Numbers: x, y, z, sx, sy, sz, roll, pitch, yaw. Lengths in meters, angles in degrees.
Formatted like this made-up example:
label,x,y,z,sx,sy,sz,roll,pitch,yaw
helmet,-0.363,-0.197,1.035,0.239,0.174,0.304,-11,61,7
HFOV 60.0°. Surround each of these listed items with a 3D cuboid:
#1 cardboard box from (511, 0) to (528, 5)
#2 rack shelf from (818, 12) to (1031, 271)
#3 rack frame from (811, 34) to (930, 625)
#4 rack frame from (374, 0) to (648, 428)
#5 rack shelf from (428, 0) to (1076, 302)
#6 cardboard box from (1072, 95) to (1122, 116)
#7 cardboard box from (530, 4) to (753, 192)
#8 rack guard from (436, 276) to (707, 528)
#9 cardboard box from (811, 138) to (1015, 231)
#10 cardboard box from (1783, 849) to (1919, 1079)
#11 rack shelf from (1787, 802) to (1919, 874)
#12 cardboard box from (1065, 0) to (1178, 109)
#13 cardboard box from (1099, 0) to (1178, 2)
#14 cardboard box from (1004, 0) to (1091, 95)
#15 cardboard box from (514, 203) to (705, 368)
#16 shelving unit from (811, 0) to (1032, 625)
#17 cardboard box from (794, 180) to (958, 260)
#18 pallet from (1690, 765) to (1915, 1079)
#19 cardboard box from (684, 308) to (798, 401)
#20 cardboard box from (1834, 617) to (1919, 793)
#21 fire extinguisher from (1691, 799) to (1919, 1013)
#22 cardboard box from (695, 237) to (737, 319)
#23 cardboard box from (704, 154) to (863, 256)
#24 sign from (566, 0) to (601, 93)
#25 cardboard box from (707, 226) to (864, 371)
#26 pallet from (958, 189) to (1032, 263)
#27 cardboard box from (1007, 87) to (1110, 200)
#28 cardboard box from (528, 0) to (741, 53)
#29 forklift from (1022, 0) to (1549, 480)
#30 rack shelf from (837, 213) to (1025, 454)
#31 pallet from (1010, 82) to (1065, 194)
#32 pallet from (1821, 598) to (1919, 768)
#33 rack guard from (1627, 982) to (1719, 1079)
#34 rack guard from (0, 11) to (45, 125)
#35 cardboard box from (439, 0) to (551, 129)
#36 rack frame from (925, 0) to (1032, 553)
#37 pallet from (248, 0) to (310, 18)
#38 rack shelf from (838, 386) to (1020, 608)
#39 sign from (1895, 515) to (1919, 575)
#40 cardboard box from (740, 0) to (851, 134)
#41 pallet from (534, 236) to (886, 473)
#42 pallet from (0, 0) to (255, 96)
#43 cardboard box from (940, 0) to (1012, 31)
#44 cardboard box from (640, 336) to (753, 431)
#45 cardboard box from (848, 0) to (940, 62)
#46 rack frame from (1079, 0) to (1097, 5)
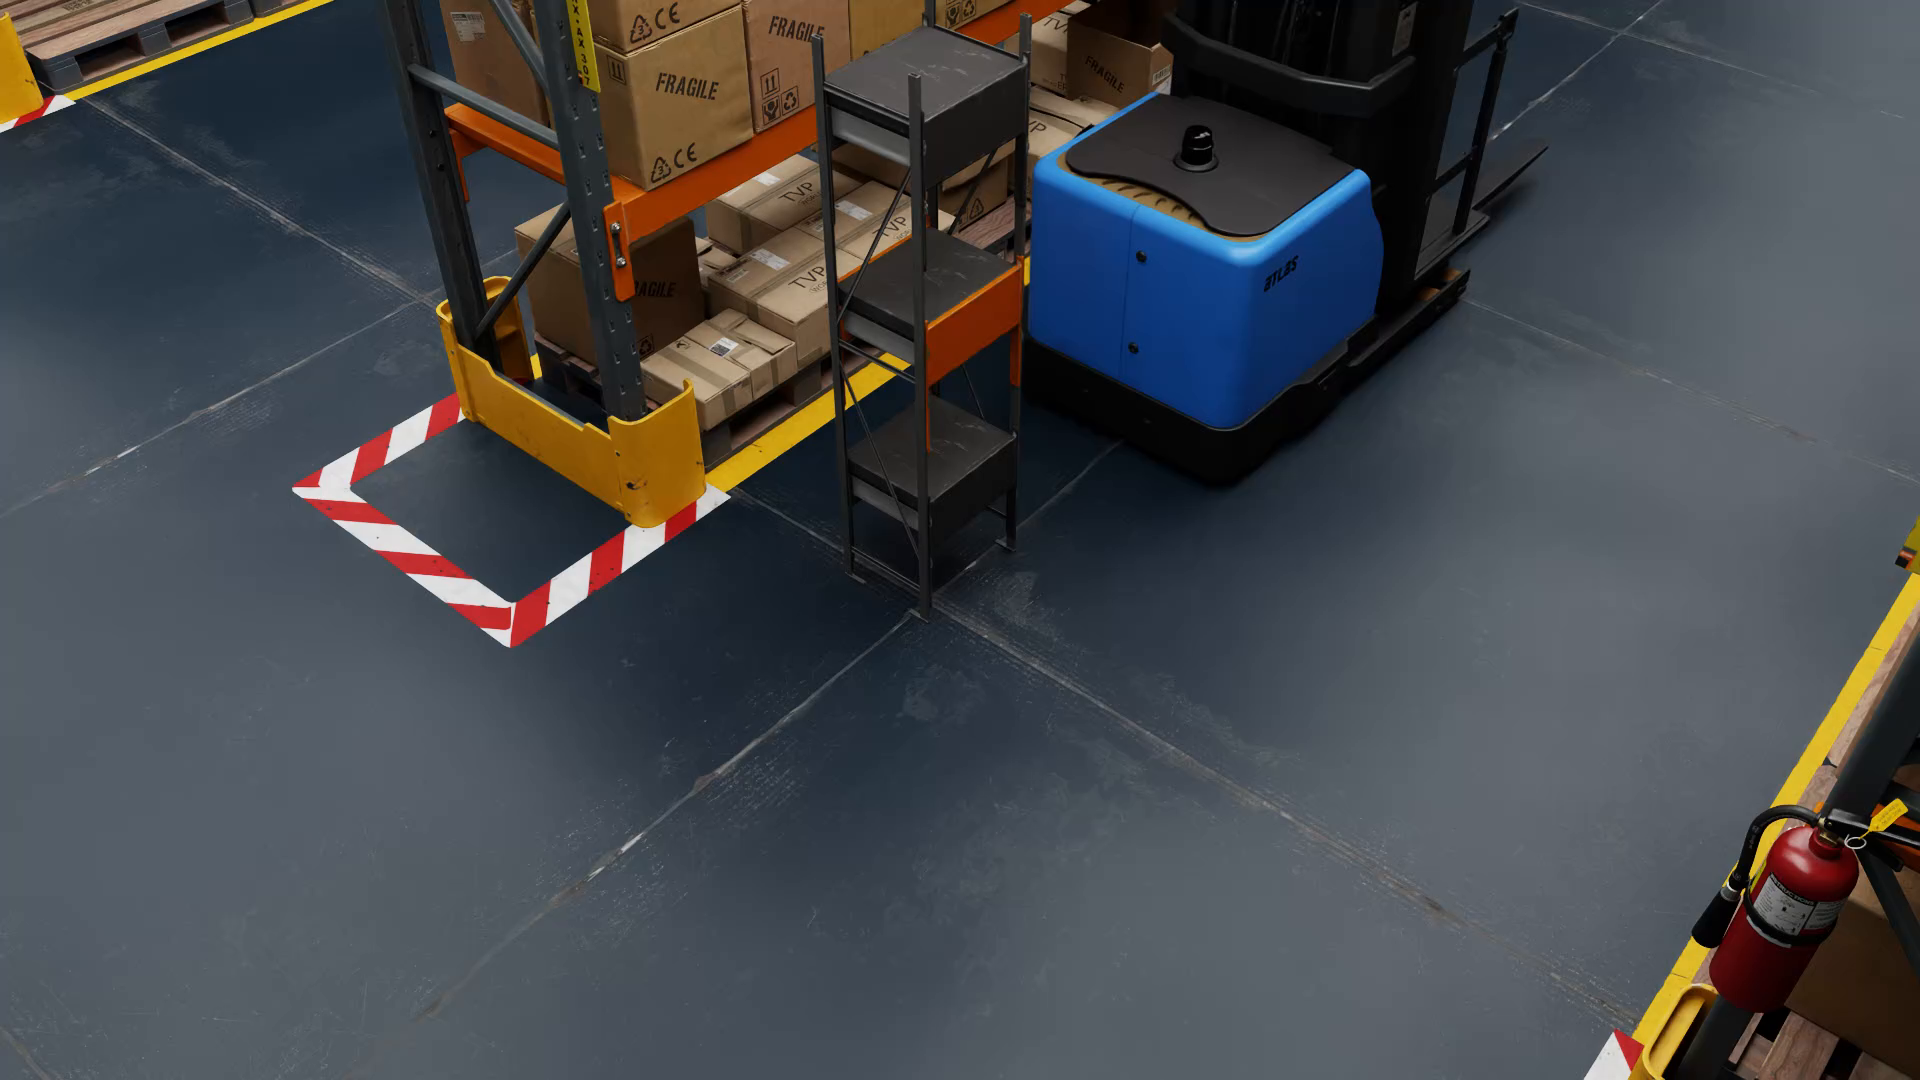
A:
label,x,y,z,sx,sy,sz,roll,pitch,yaw
cardboard box,-1.489,-2.193,5.615,0.500,0.500,0.500,29,50,28
rack shelf,-0.107,-1.199,4.988,0.431,0.518,0.480,29,50,28
rack frame,-0.264,-0.566,5.312,0.400,2.100,0.015,29,50,28
rack frame,-1.565,-1.438,5.602,1.000,3.000,0.127,29,50,28
rack shelf,-0.278,-2.202,6.976,1.077,0.370,4.000,29,50,28
cardboard box,0.664,-1.970,7.979,0.380,0.149,0.250,29,50,28
cardboard box,-1.078,-1.589,5.694,0.500,0.500,0.500,31,50,29
rack guard,-1.516,-0.552,6.486,1.175,0.500,0.348,29,50,28
cardboard box,-0.196,-1.767,7.492,0.797,0.503,0.637,29,50,28
cardboard box,2.603,1.071,4.389,0.700,0.500,0.500,29,50,28
rack shelf,3.516,-0.059,4.620,1.077,0.370,4.000,29,50,28
cardboard box,0.860,-2.319,8.102,0.500,0.500,0.500,29,50,28
cardboard box,1.108,-3.114,8.976,0.500,0.500,0.500,29,50,28
cardboard box,0.574,-2.543,8.489,0.500,0.311,0.500,29,50,28
cardboard box,-1.404,-1.062,6.720,0.500,0.500,0.500,29,50,28
shelving unit,-0.107,-0.692,5.450,0.431,2.100,0.503,29,50,28
cardboard box,-0.354,-1.255,7.118,0.500,0.250,0.500,29,50,28
pallet,2.684,1.291,4.673,1.003,0.211,1.213,29,50,28
cardboard box,-0.872,-0.748,6.622,0.380,0.166,0.250,29,50,28
cardboard box,2.549,0.327,3.438,0.980,0.700,0.700,32,51,30
fire extinguisher,1.779,0.749,3.531,0.296,0.674,0.183,29,50,28
cardboard box,-1.074,-1.109,7.019,0.380,0.166,0.250,29,50,28
cardboard box,-0.769,-1.446,7.328,0.500,0.250,0.500,29,50,28
sign,-1.150,-1.523,5.052,0.100,0.325,0.005,29,50,28
cardboard box,-0.676,-0.998,6.835,0.500,0.250,0.500,29,50,28
pallet,-0.218,-1.482,7.723,1.003,0.211,1.213,29,50,28
cardboard box,0.377,-1.863,7.741,0.500,0.311,0.500,29,50,28
cardboard box,-1.078,-1.959,5.357,0.500,0.500,0.500,31,51,30
forklift,1.606,-2.233,6.527,1.130,2.935,3.031,30,50,29
rack shelf,-0.107,-0.682,5.459,0.431,0.518,0.480,29,50,28
pallet,0.567,-2.113,8.417,1.003,0.211,1.213,29,50,28
pallet,3.469,0.666,5.361,1.003,0.211,1.213,29,50,28
rack guard,2.213,1.642,4.072,1.175,0.500,0.348,29,50,28
rack guard,-5.359,-2.642,8.784,1.175,0.500,0.348,29,50,28
cardboard box,-1.485,-1.823,5.951,0.500,0.500,0.500,31,51,30
rack frame,0.050,-0.817,5.588,0.400,2.100,0.015,29,50,28
pallet,-4.008,-3.586,10.037,1.003,0.211,1.213,29,50,28
rack shelf,-0.107,-0.164,5.930,0.431,0.518,0.480,29,50,28
sign,1.823,-0.053,3.042,0.100,0.325,0.005,29,50,28
cardboard box,-0.750,-1.857,5.989,0.500,0.500,0.500,29,50,28
pallet,-1.004,-0.856,7.035,1.003,0.211,1.213,29,50,28
pallet,-4.793,-2.961,9.349,1.003,0.211,1.213,29,50,28
cardboard box,-0.101,-2.371,6.554,0.500,0.500,0.500,30,50,29
cardboard box,-1.032,-0.613,6.486,0.380,0.149,0.250,29,50,28
cardboard box,-0.424,-2.114,6.271,0.500,0.500,0.500,29,50,28
rack frame,1.009,-3.498,7.867,1.000,3.000,0.127,29,50,28
